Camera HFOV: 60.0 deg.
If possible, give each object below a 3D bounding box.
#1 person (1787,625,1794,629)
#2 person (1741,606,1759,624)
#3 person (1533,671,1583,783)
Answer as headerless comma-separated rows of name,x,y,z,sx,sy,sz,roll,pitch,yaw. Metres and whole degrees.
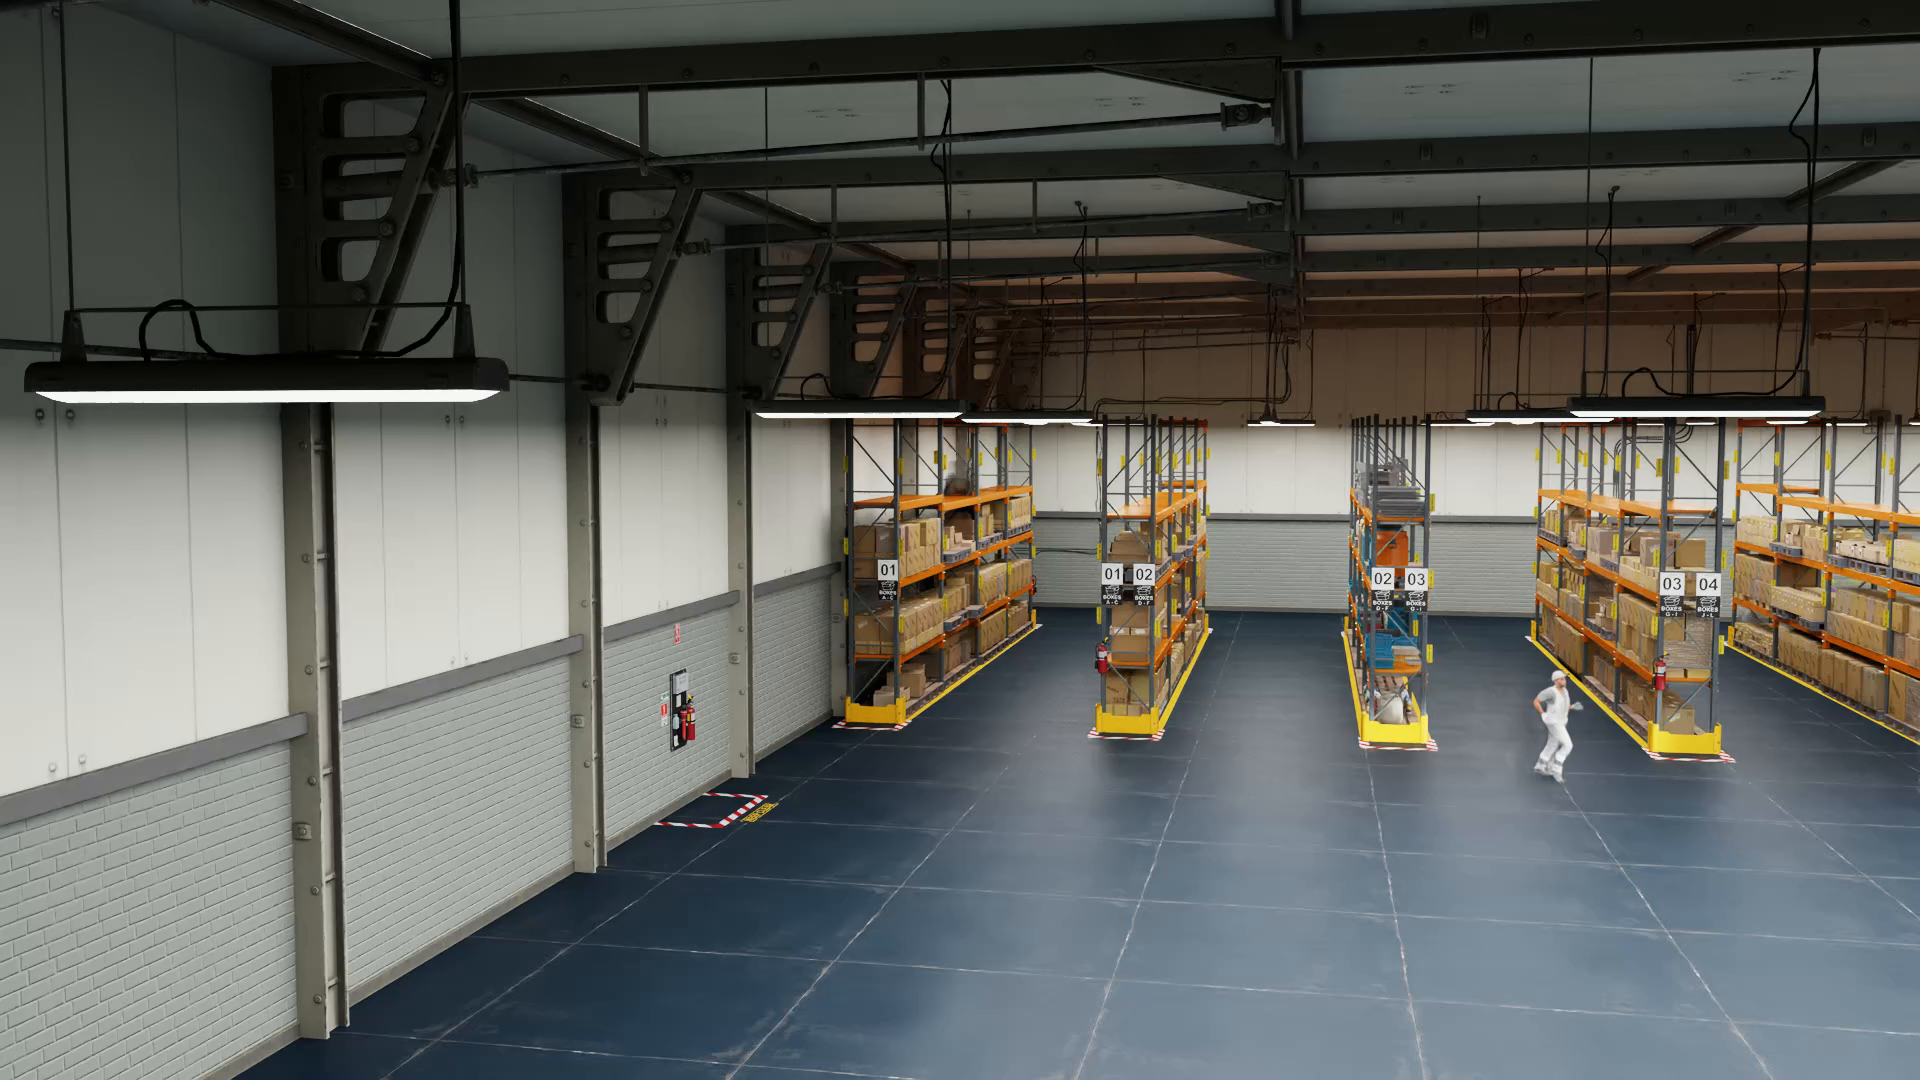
person,22.642,1.867,44.842,0.849,1.802,0.726,0,4,7
person,21.433,1.928,45.025,0.655,1.625,0.632,2,4,26
person,9.759,3.039,27.132,0.746,1.832,0.616,4,5,44
